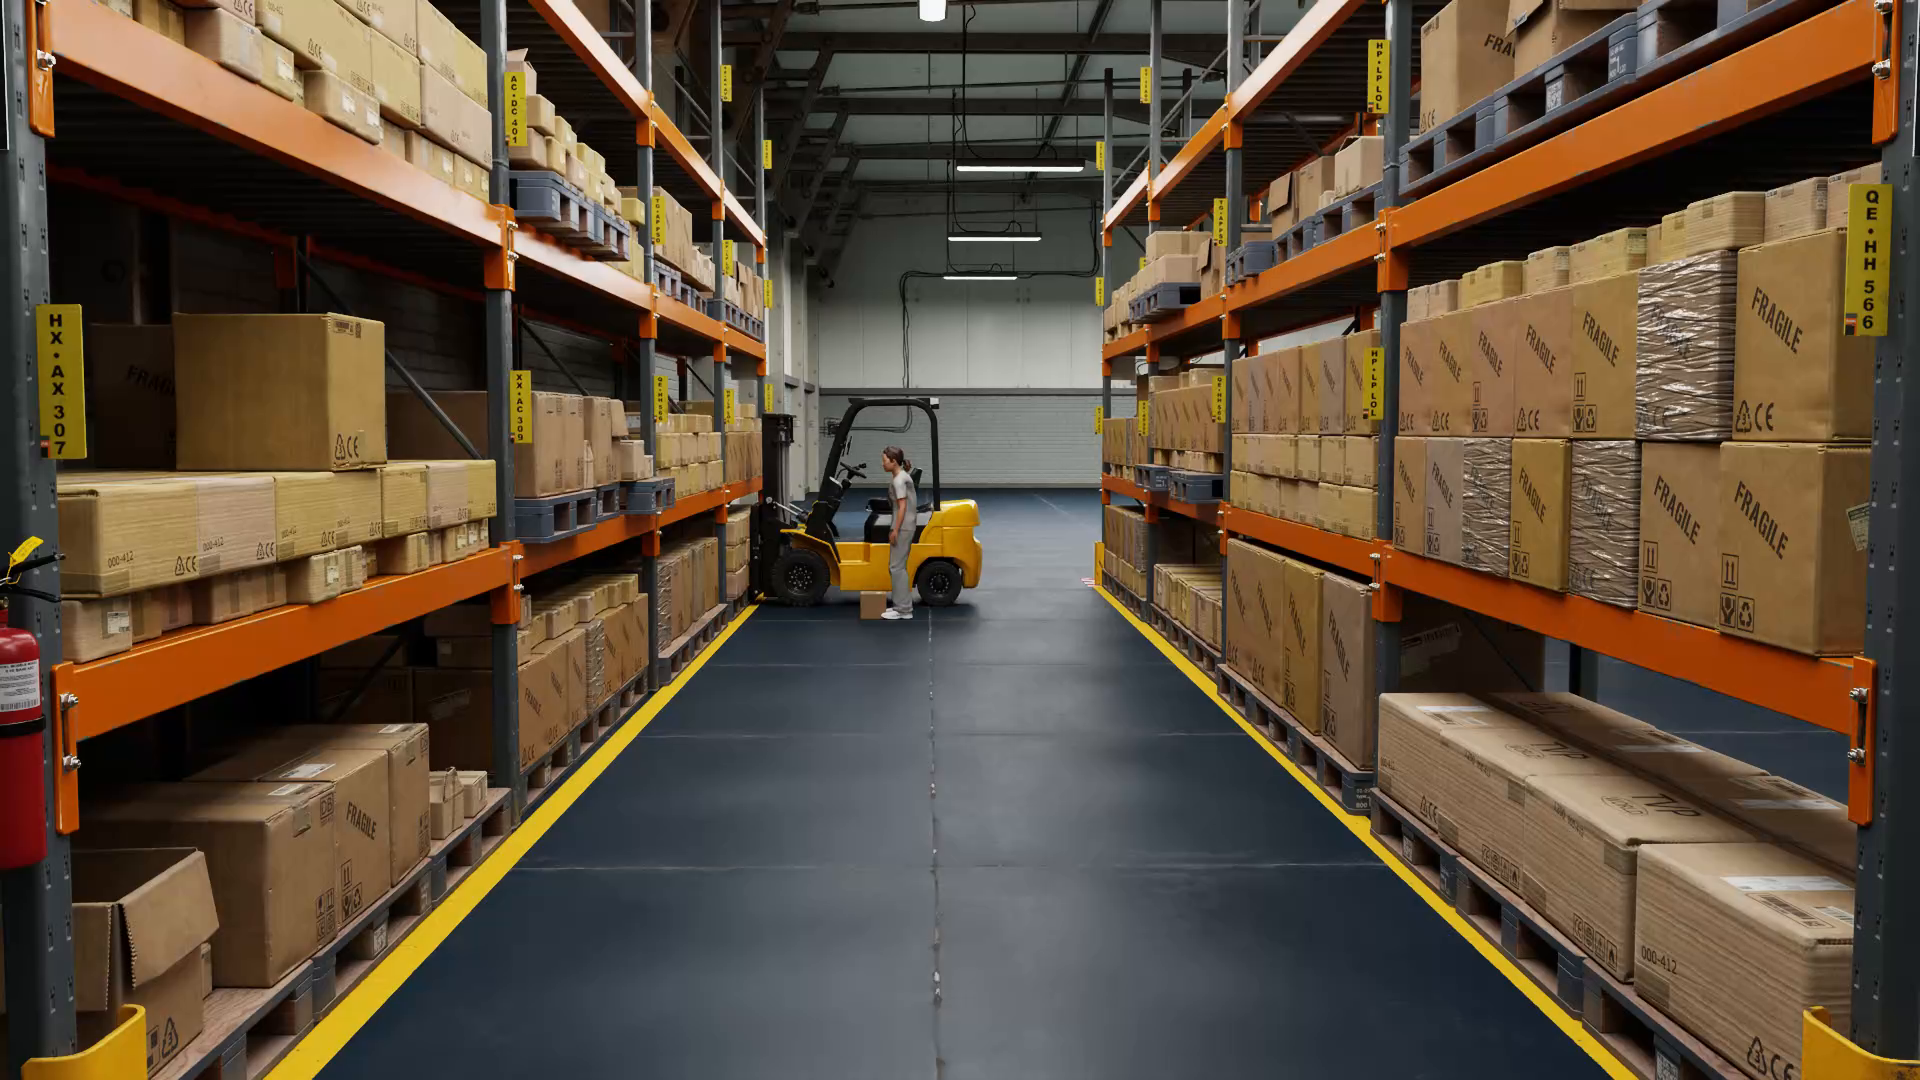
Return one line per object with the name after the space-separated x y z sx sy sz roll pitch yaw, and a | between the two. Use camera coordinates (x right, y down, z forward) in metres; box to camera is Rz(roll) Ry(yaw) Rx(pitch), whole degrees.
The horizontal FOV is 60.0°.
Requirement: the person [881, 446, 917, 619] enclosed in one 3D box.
-0.594 -0.078 16.116 0.357 1.673 0.486 0 4 -1 | person
